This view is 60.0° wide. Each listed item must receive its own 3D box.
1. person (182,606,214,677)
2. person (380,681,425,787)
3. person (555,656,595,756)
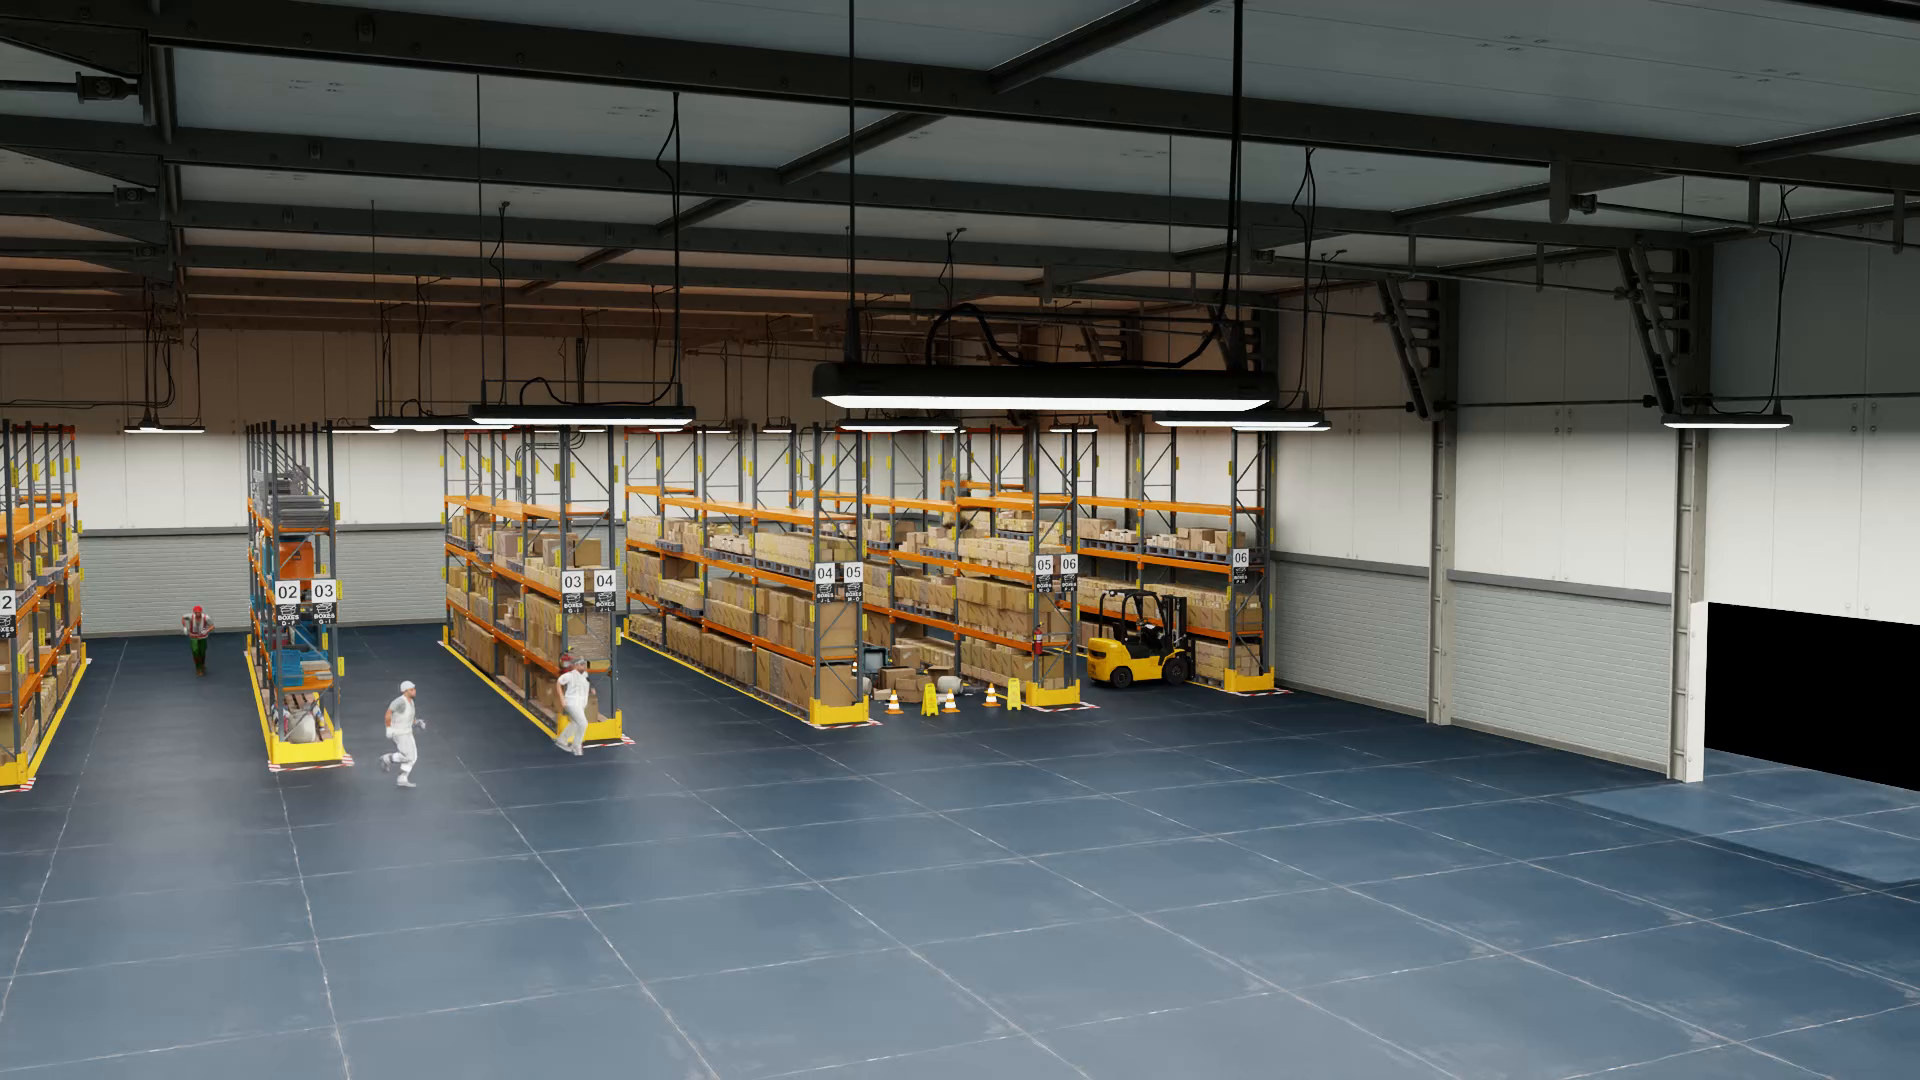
[{"bbox_3d":[-18.305,2.403,39.995,0.706,1.732,1.055,-1,4,-20],"label":"person"},{"bbox_3d":[-9.116,3.140,27.177,0.689,1.667,0.703,0,4,6],"label":"person"},{"bbox_3d":[-6.935,3.003,29.923,0.796,1.869,0.688,1,4,20],"label":"person"}]
